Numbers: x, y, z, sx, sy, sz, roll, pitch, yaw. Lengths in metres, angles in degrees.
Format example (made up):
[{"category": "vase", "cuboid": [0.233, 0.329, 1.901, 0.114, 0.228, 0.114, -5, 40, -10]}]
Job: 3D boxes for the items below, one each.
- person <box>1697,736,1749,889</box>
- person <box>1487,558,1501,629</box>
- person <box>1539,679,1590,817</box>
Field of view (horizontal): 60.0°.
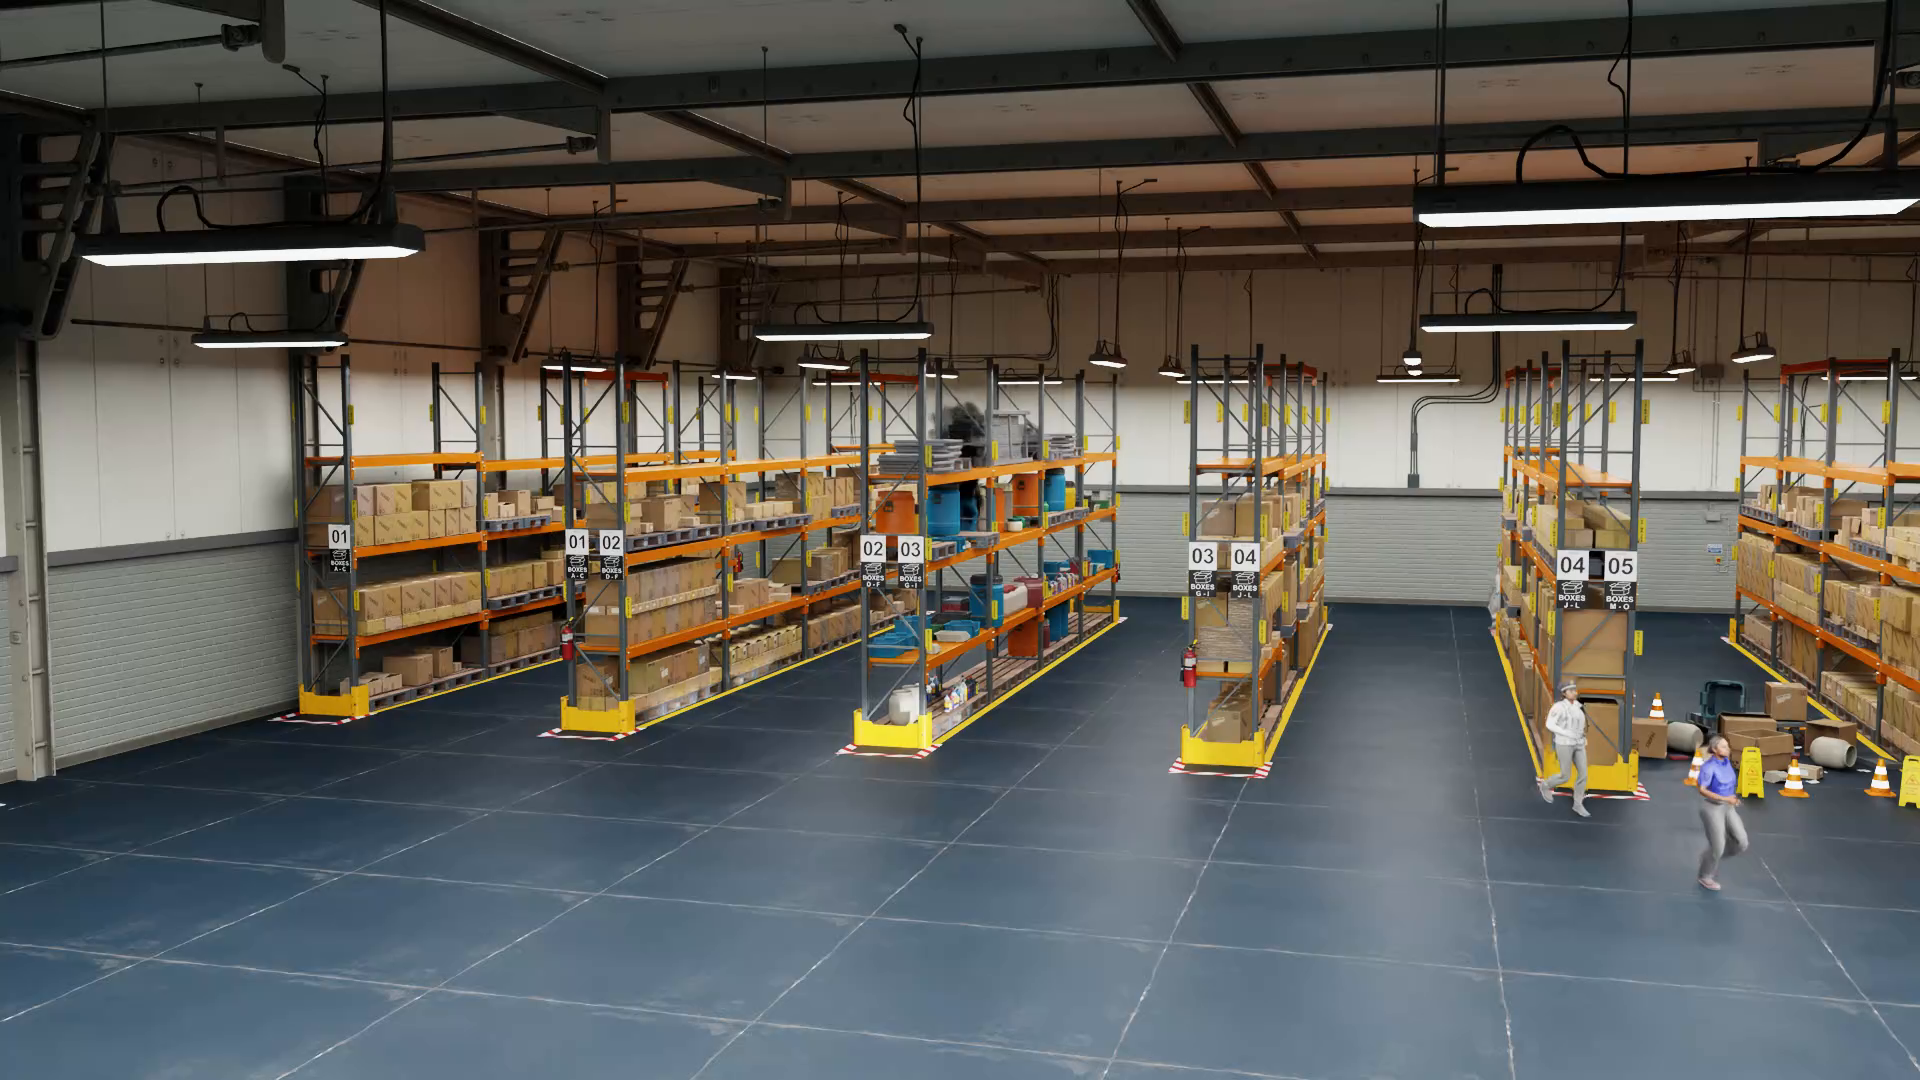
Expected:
[{"category": "person", "cuboid": [8.044, 2.878, 17.530, 0.624, 1.624, 0.528, -3, 5, -31]}, {"category": "person", "cuboid": [12.688, 1.245, 38.821, 0.630, 1.740, 0.701, 0, 4, 4]}, {"category": "person", "cuboid": [7.663, 2.601, 21.003, 0.628, 1.714, 0.733, -2, 5, -23]}]
